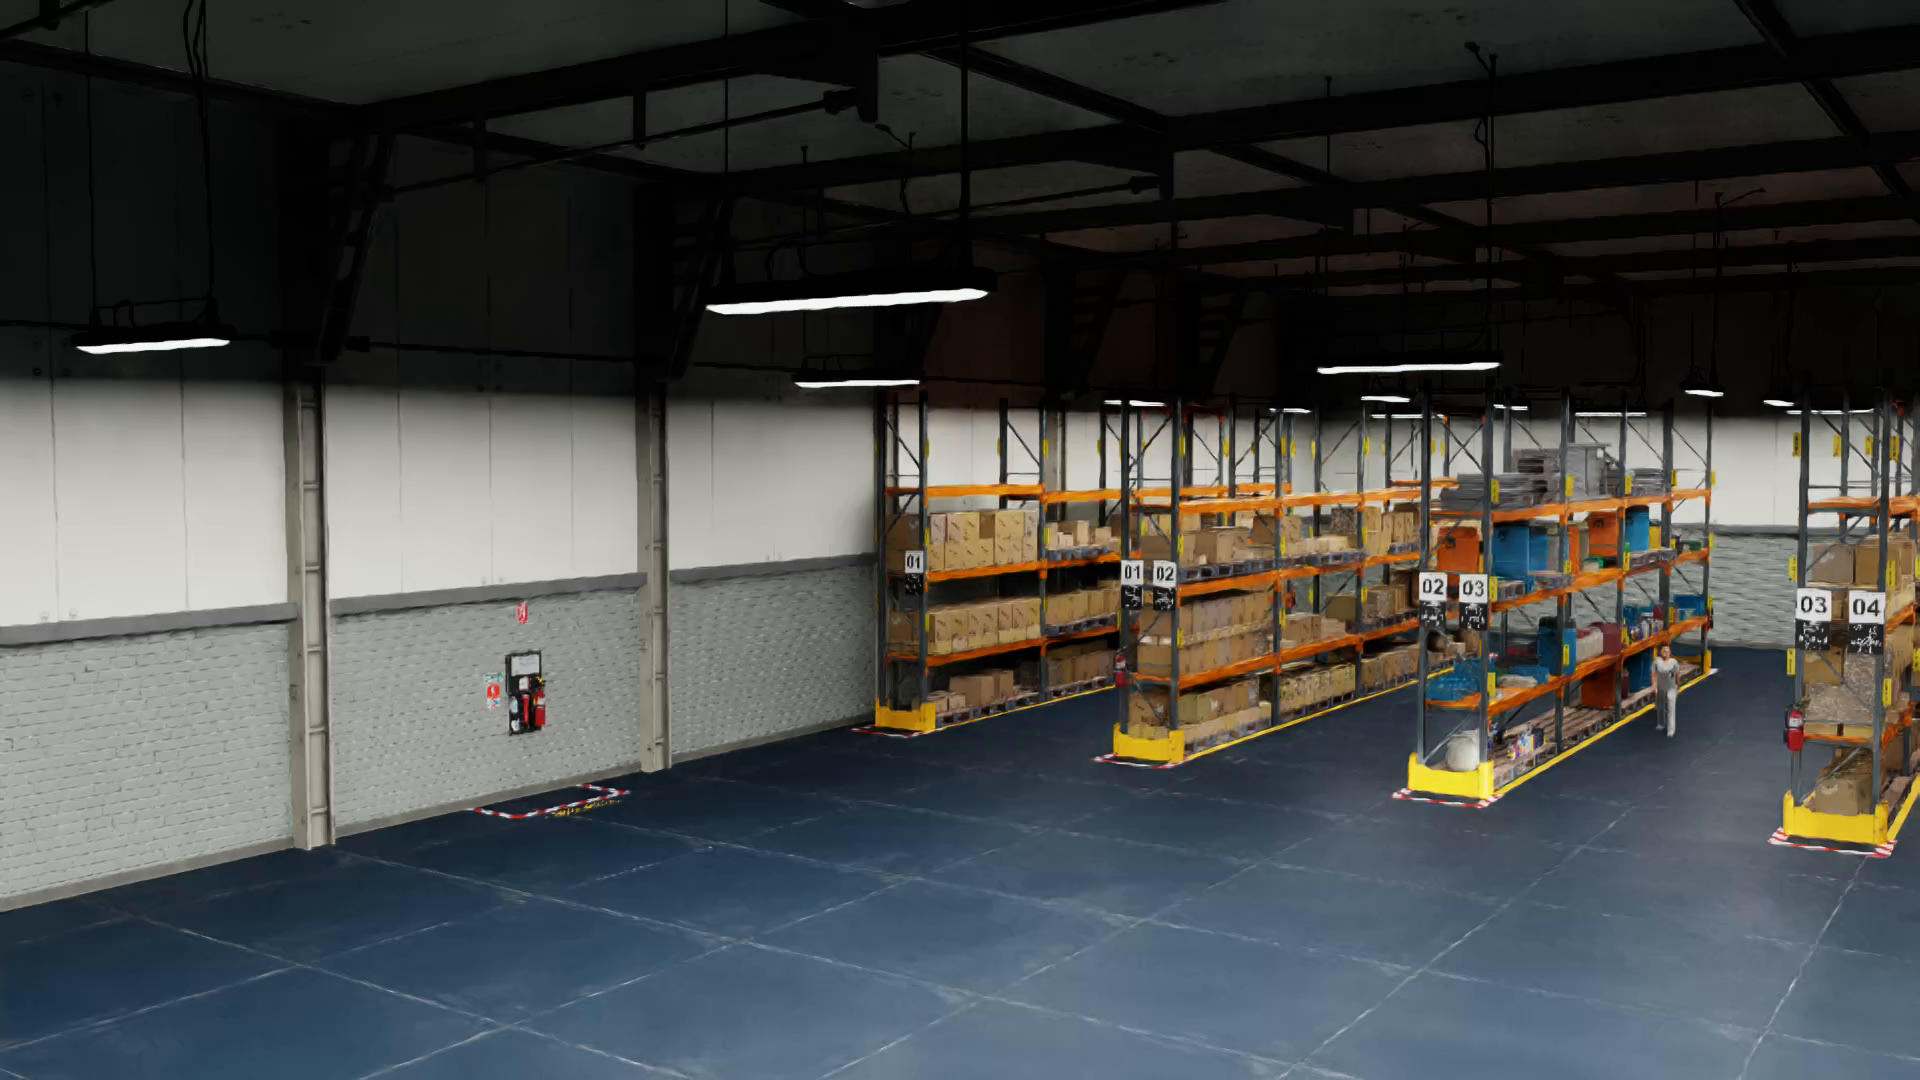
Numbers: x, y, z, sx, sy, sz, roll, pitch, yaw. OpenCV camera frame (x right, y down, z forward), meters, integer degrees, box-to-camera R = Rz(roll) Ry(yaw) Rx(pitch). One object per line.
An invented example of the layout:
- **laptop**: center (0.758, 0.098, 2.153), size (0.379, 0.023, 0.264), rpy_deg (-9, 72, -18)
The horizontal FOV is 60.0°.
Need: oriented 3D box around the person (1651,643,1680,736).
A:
- **person**: center (12.276, 2.582, 28.960), size (0.466, 1.588, 1.081), rpy_deg (1, 4, 25)
